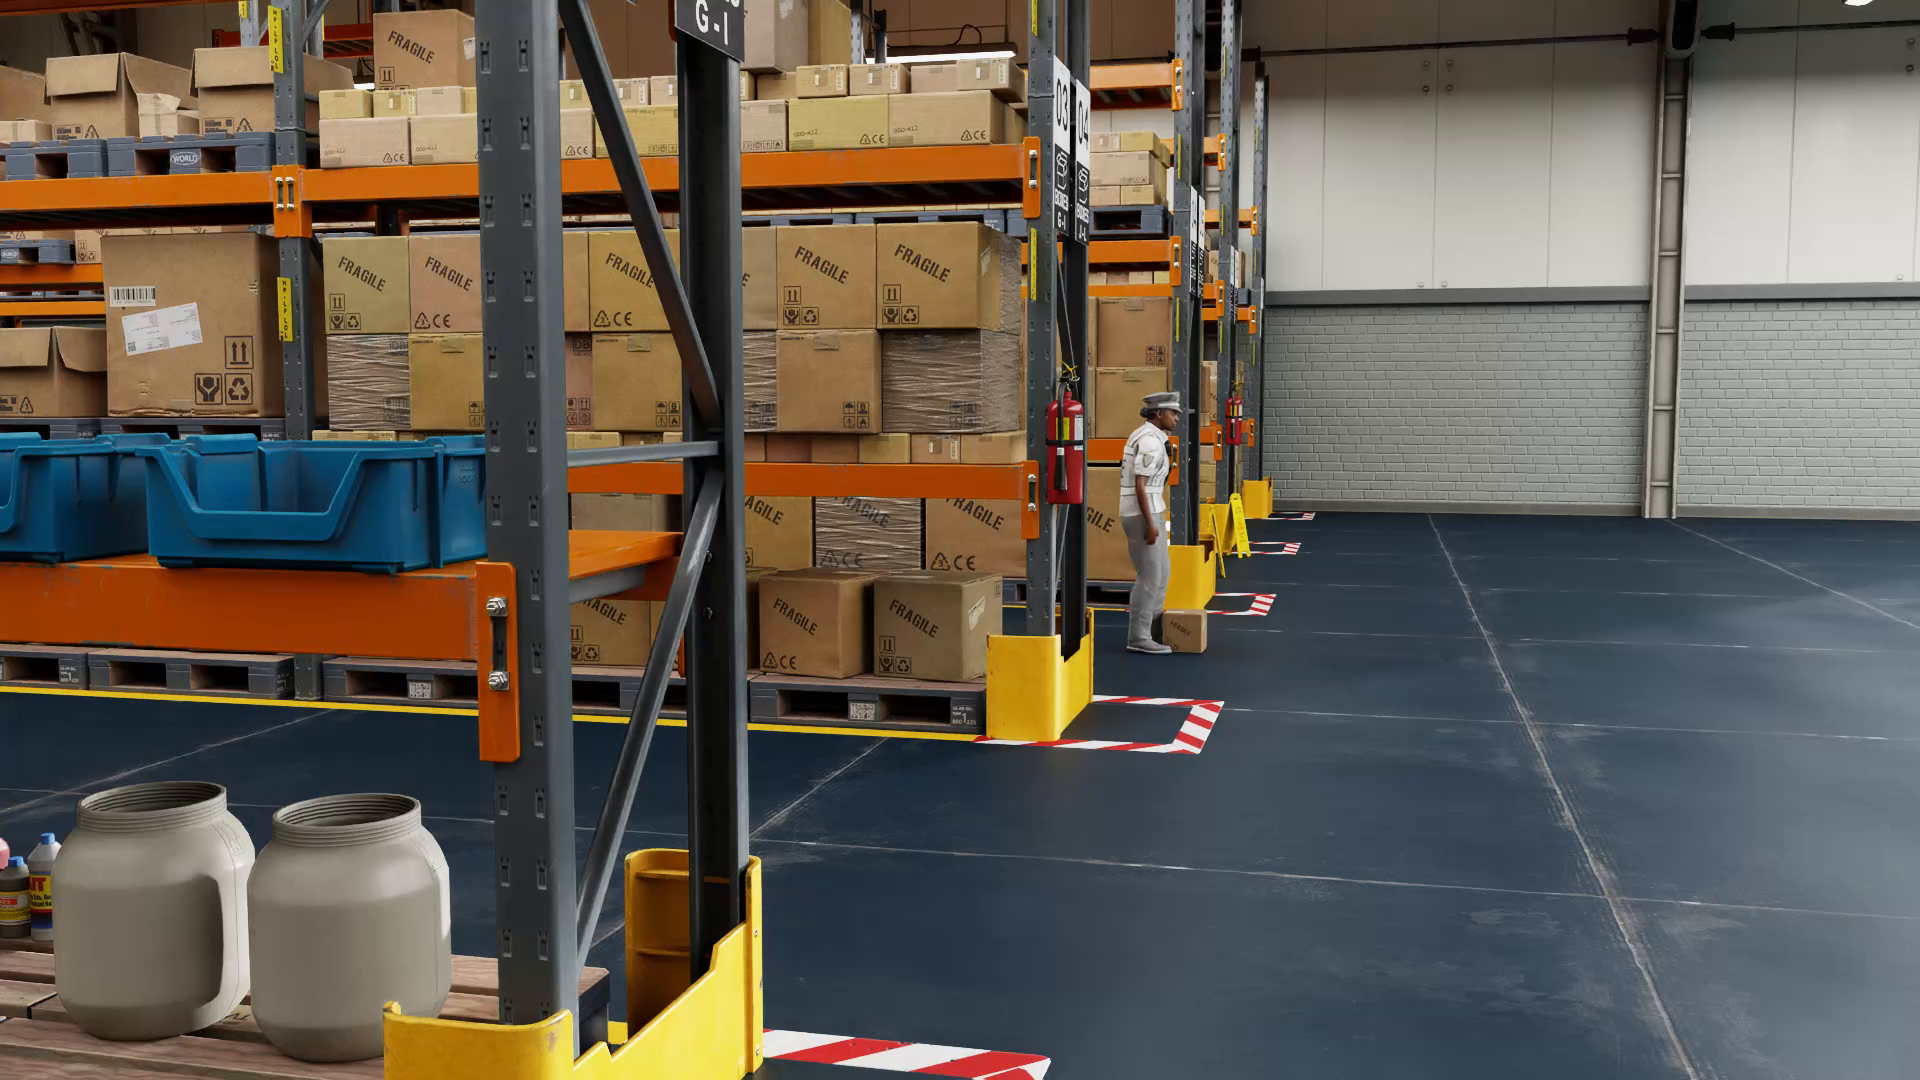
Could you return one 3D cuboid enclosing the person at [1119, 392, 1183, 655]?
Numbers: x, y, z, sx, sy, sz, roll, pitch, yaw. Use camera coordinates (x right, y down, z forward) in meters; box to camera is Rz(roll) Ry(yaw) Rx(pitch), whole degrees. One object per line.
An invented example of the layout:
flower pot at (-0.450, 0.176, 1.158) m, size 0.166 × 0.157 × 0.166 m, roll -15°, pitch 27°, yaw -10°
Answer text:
person at (1.232, -0.121, 10.690) m, size 0.417 × 1.657 × 0.517 m, roll 1°, pitch 5°, yaw 13°
